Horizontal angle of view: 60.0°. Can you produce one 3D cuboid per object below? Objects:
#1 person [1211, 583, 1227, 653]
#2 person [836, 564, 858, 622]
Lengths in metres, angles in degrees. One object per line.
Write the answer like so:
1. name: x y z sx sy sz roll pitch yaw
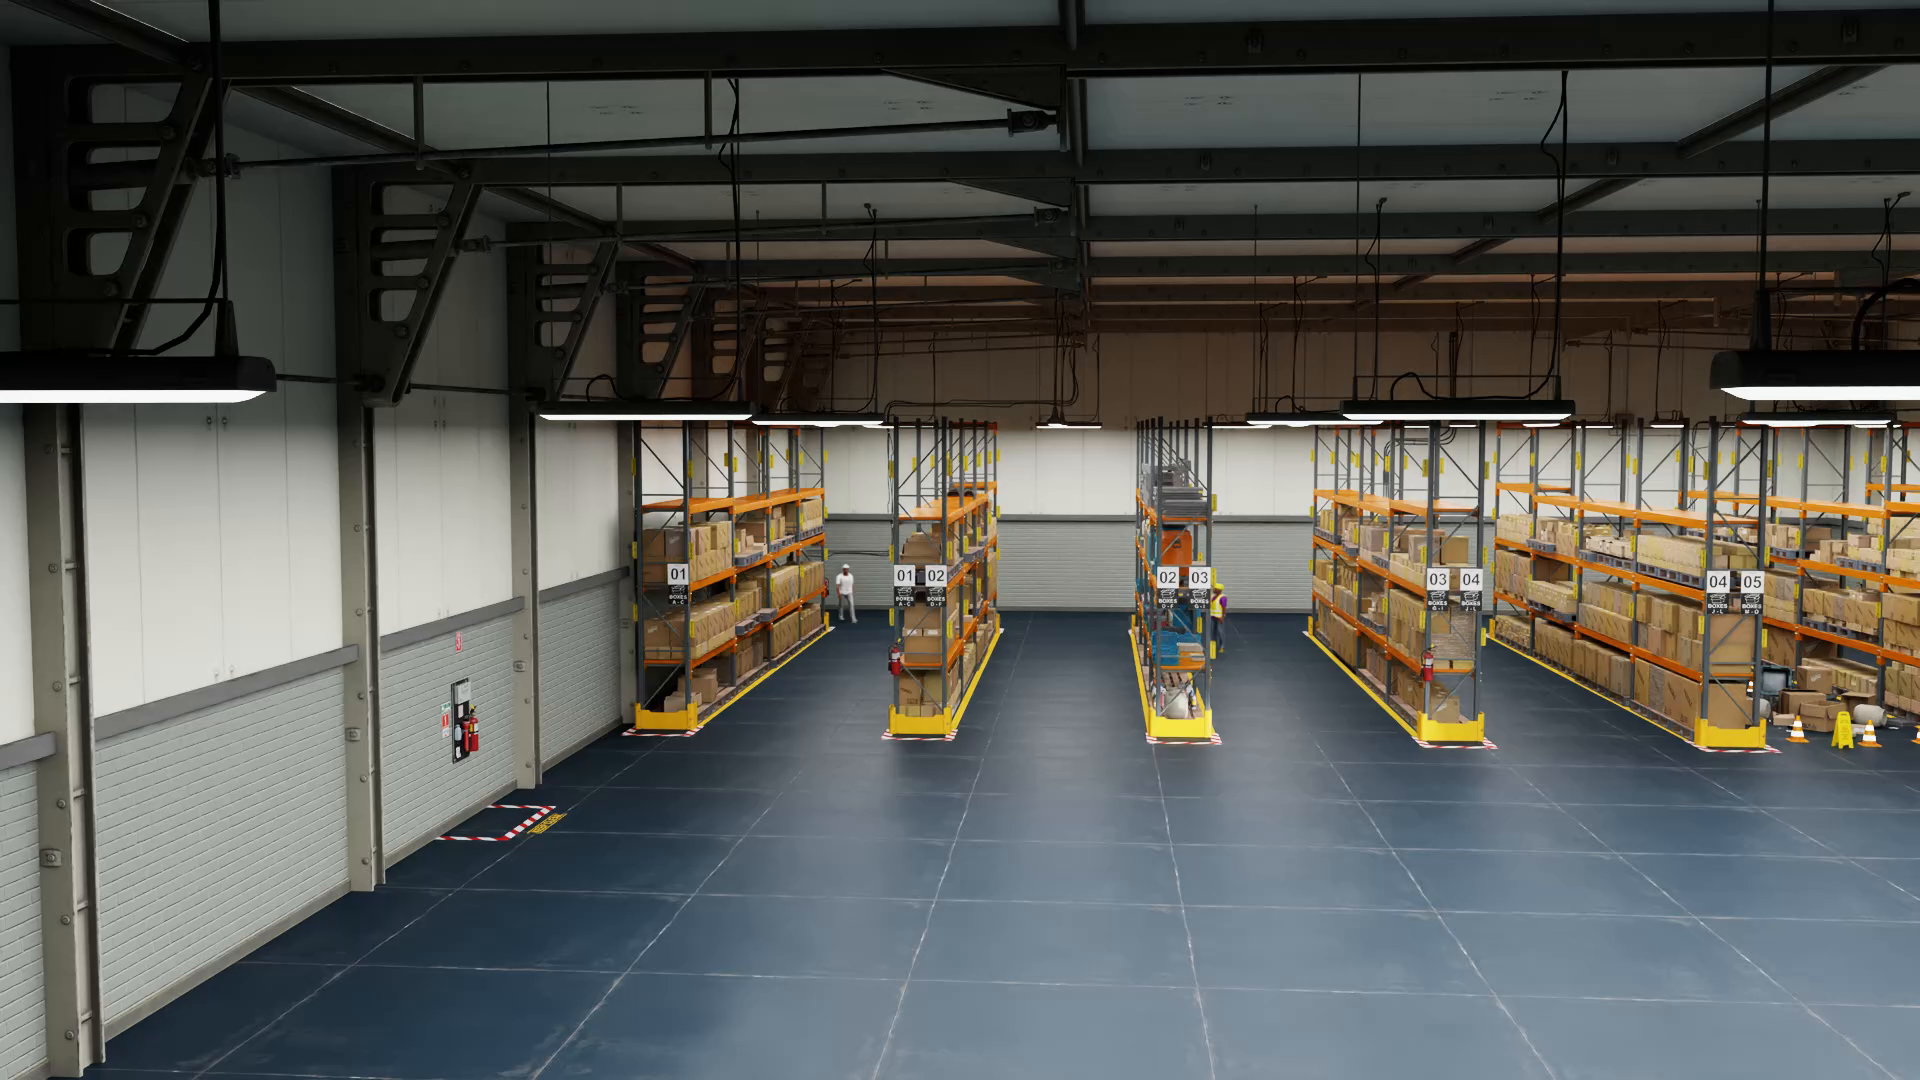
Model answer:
1. person: 6.695 2.028 43.213 0.563 1.801 0.416 3 5 43
2. person: -3.406 1.585 49.830 0.615 1.708 1.011 -1 4 -19
